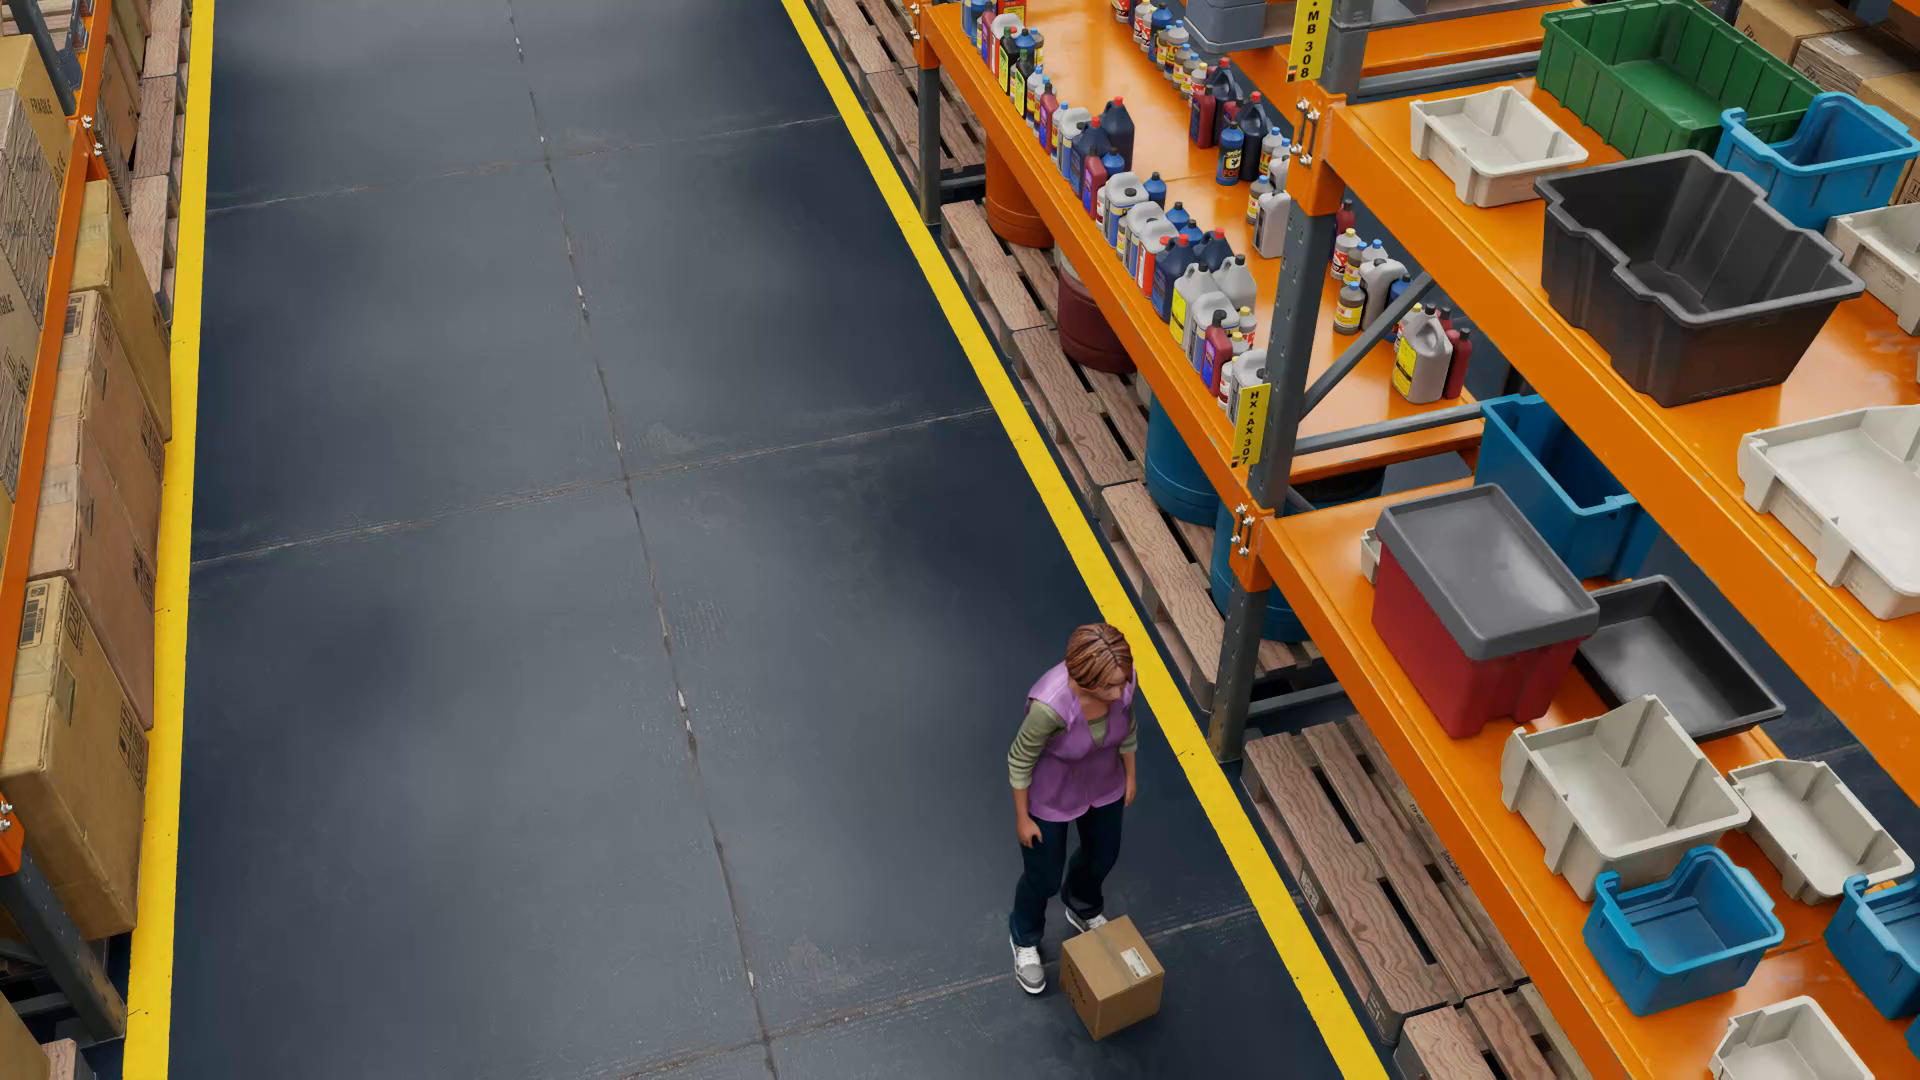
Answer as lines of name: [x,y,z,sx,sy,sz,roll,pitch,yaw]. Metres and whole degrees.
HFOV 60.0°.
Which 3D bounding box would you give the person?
person: [0.365,0.815,5.291,0.458,1.591,0.345,-19,46,-20]
